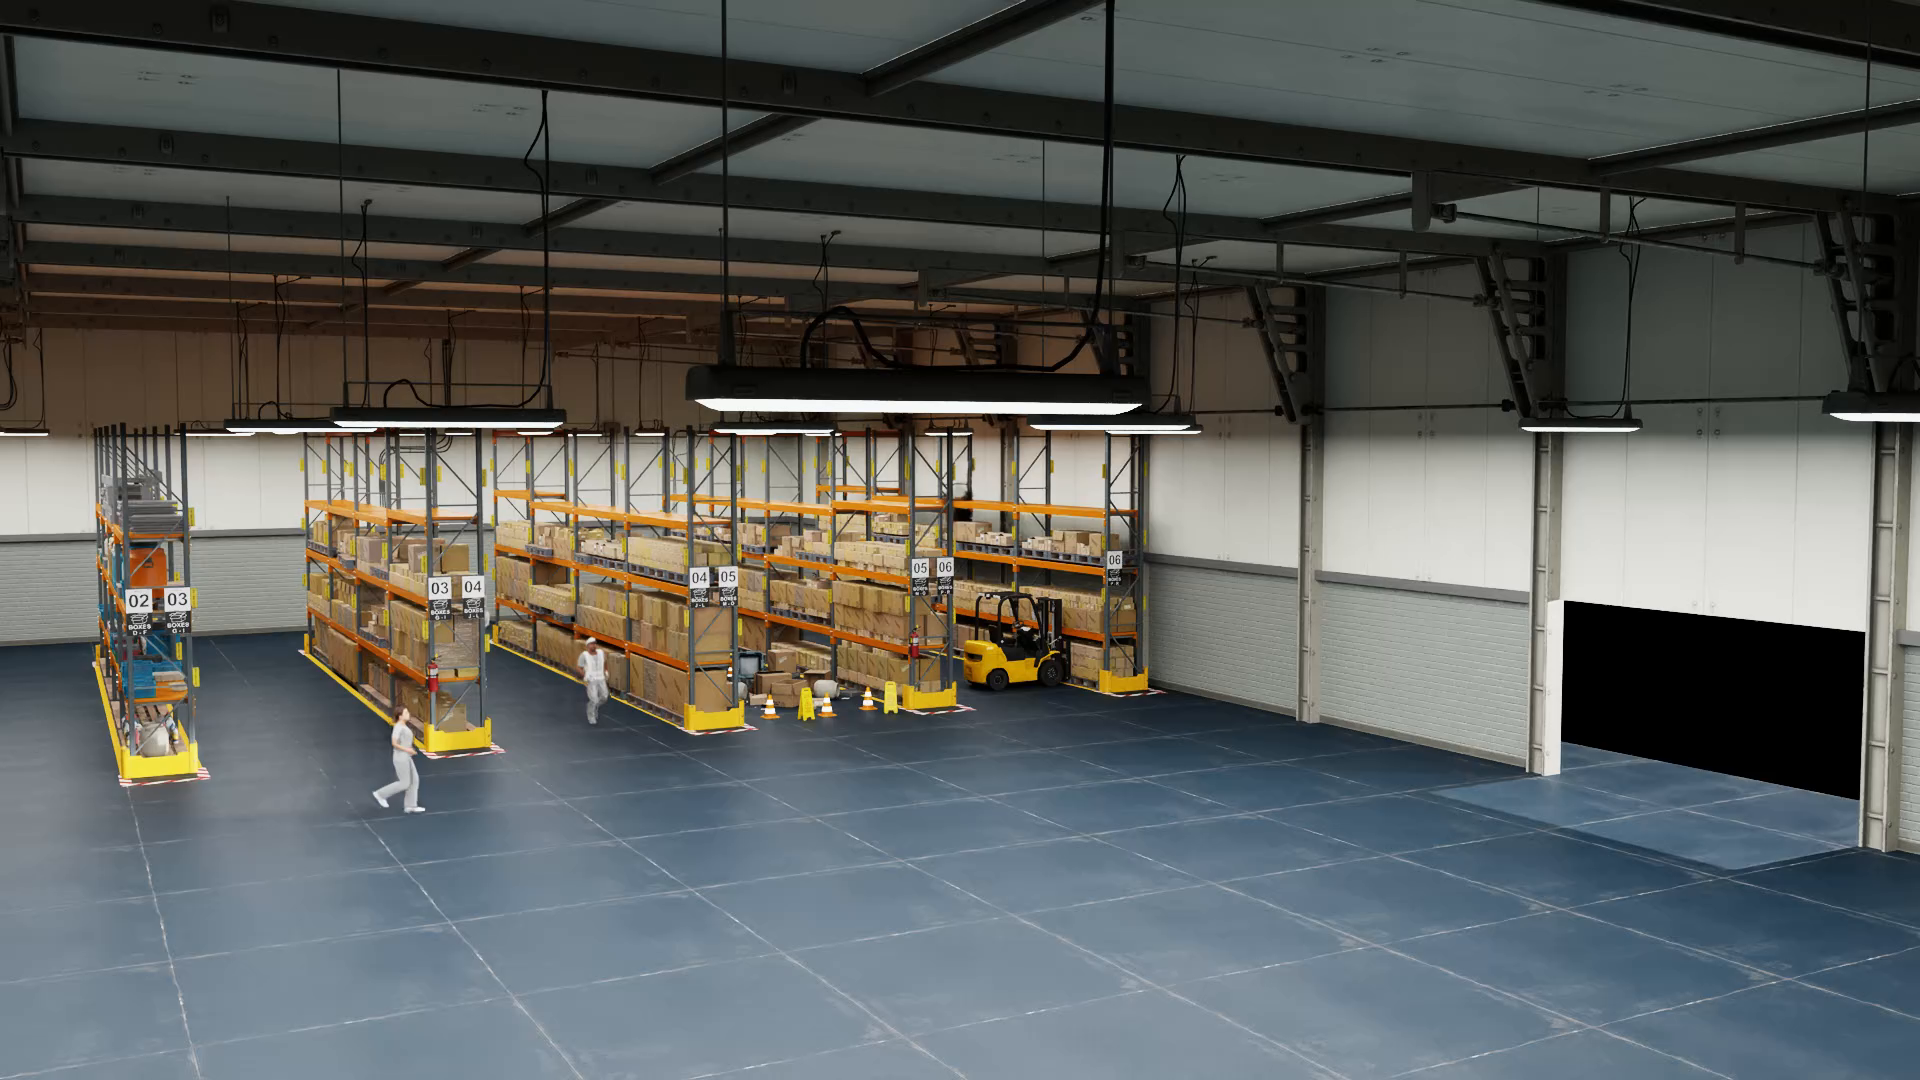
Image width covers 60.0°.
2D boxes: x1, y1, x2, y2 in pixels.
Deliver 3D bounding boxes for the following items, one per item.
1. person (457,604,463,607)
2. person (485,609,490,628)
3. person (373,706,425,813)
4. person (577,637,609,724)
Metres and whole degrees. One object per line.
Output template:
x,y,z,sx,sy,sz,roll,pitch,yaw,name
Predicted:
-13.721,2.187,45.334,0.543,1.614,0.760,-1,4,-20,person
-12.506,2.275,43.133,0.646,1.647,0.699,-1,4,-22,person
-8.578,3.355,25.431,0.752,1.642,0.563,-1,3,-8,person
-7.347,2.827,33.476,0.690,1.739,0.525,-3,4,-36,person
